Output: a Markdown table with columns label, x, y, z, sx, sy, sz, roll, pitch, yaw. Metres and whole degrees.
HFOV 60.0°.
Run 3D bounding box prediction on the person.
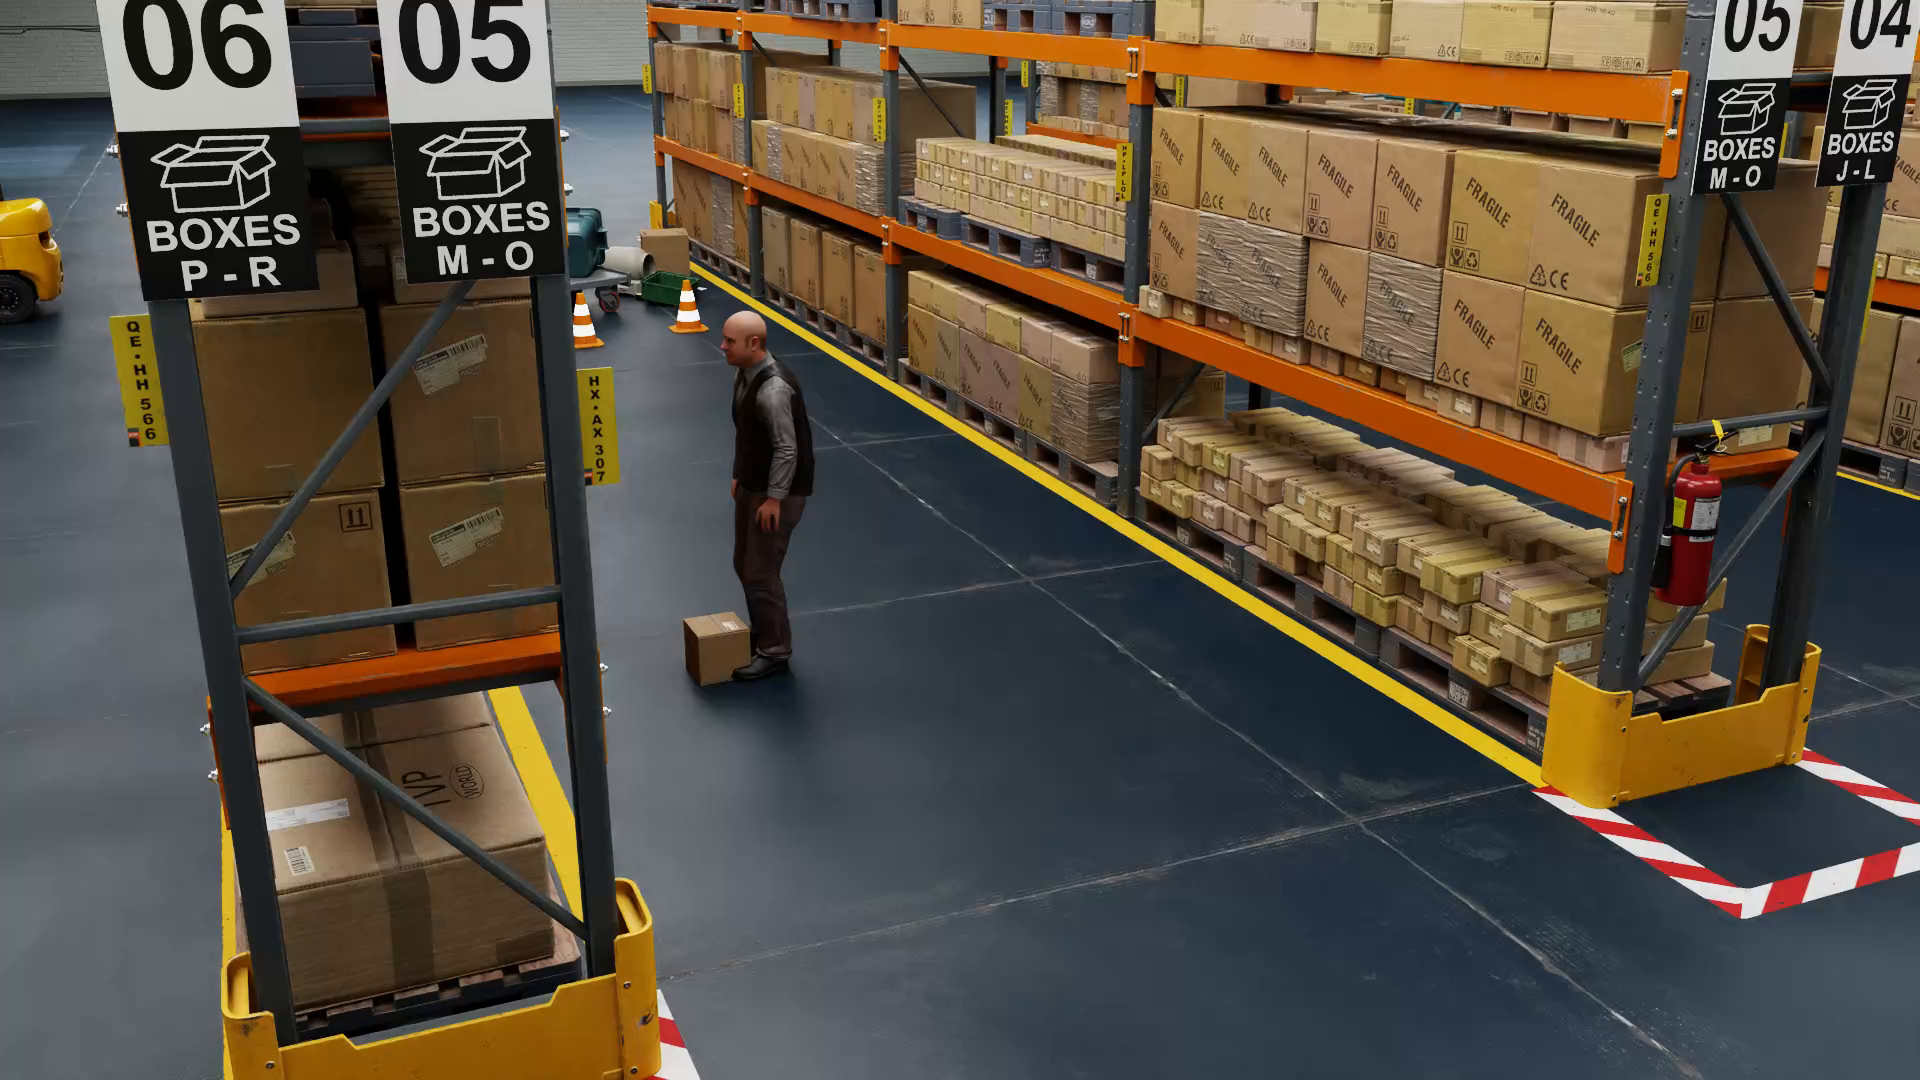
| label | x | y | z | sx | sy | sz | roll | pitch | yaw |
| --- | --- | --- | --- | --- | --- | --- | --- | --- | --- |
| person | -0.917 | -0.221 | 7.750 | 0.463 | 1.721 | 0.581 | -8 | 20 | -22 |
